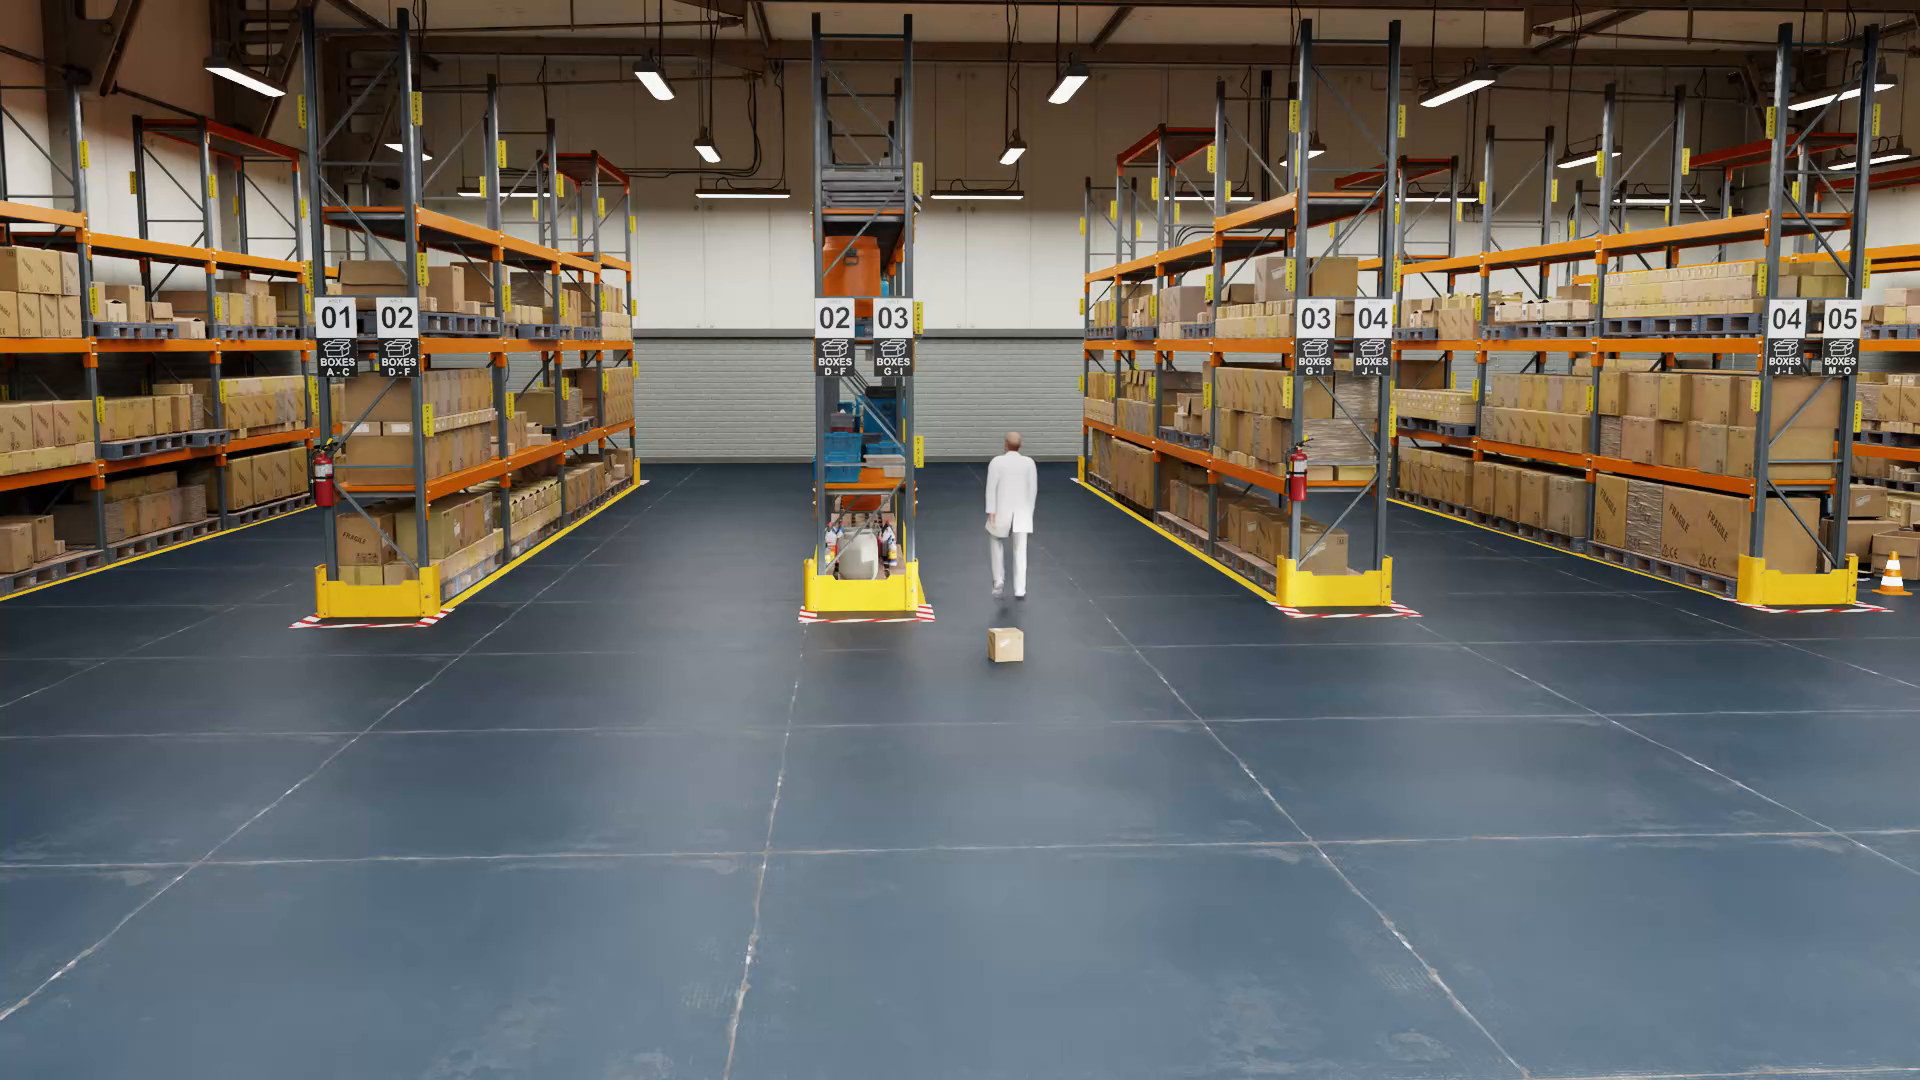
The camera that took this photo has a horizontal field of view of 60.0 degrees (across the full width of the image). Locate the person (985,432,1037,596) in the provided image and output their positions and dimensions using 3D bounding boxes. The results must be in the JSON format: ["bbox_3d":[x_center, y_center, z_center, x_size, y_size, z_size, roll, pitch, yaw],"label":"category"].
[{"bbox_3d":[0.554,-0.249,18.010,0.578,1.847,0.590,0,7,-4],"label":"person"}]
